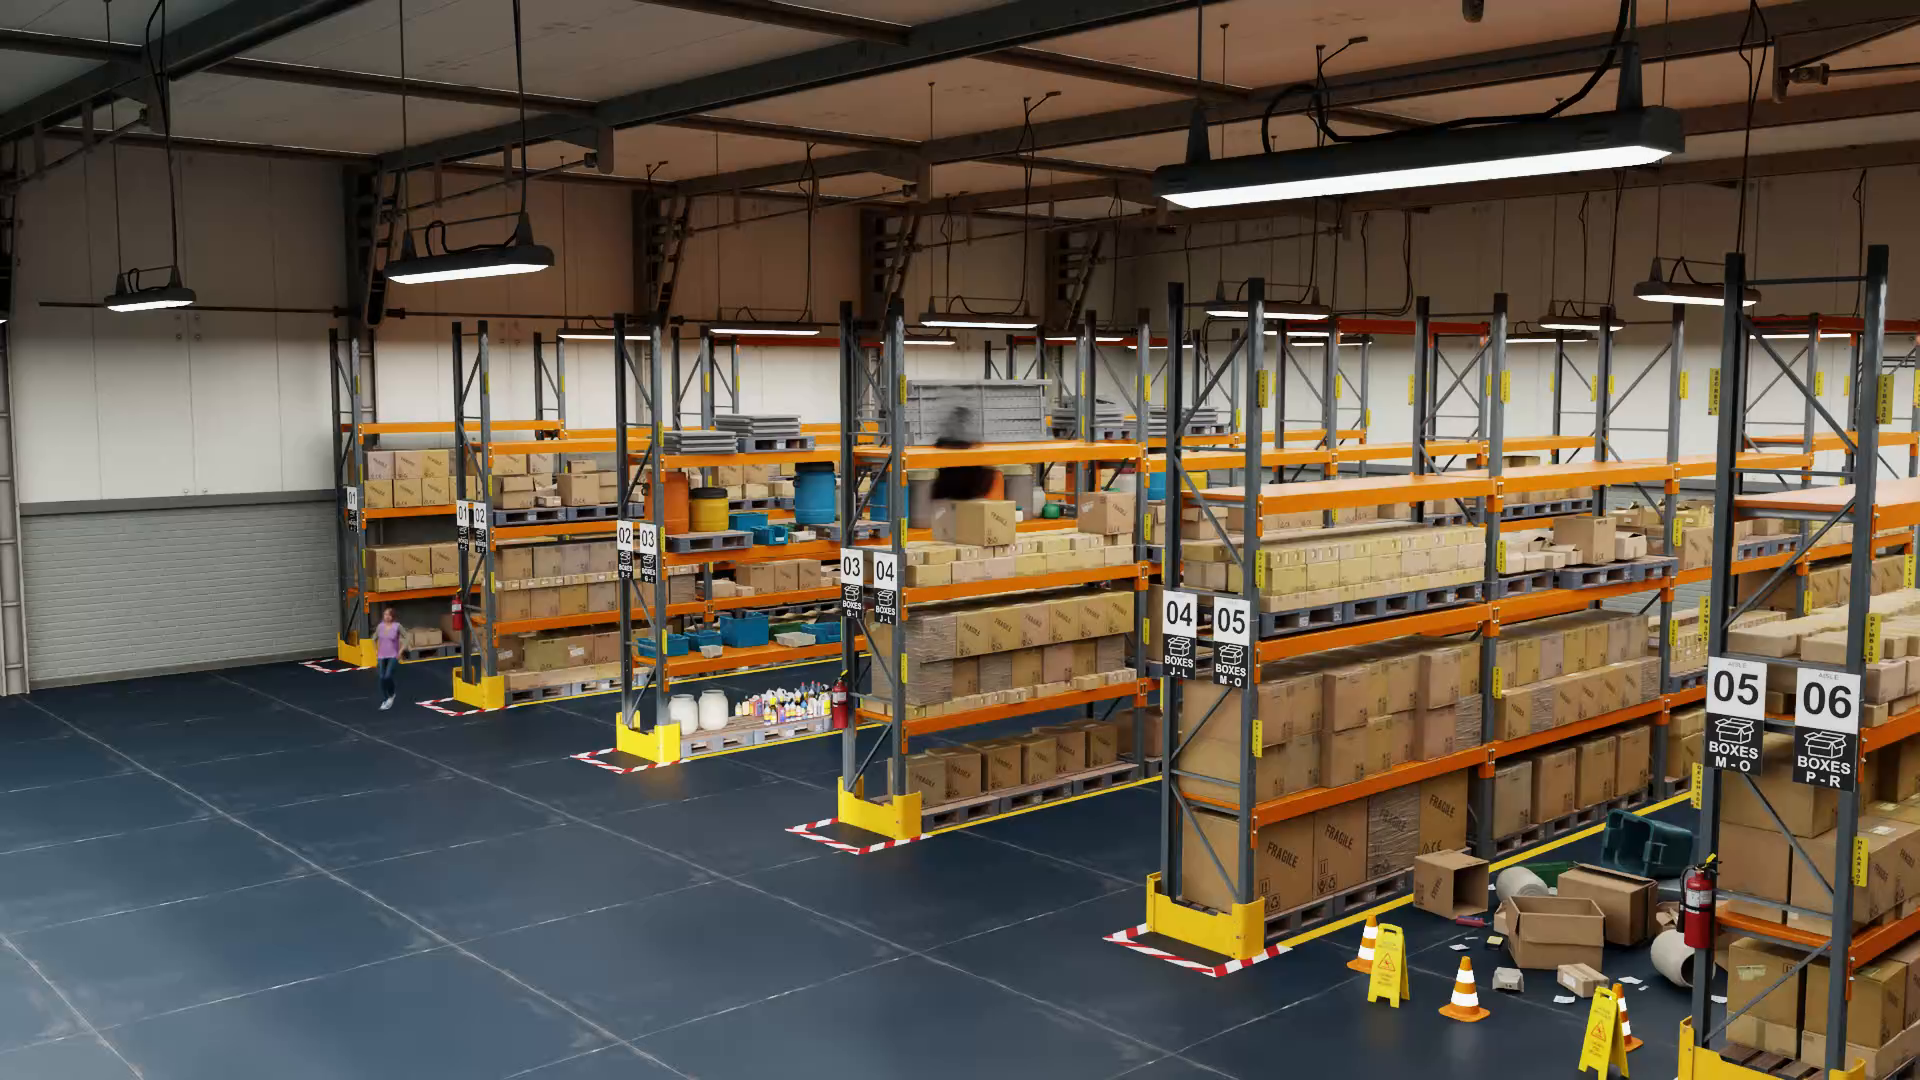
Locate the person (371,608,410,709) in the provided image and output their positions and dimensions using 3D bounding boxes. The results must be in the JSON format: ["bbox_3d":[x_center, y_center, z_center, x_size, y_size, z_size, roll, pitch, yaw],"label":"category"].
[{"bbox_3d":[-8.842,1.847,25.713,0.553,1.559,0.521,0,6,4],"label":"person"}]
